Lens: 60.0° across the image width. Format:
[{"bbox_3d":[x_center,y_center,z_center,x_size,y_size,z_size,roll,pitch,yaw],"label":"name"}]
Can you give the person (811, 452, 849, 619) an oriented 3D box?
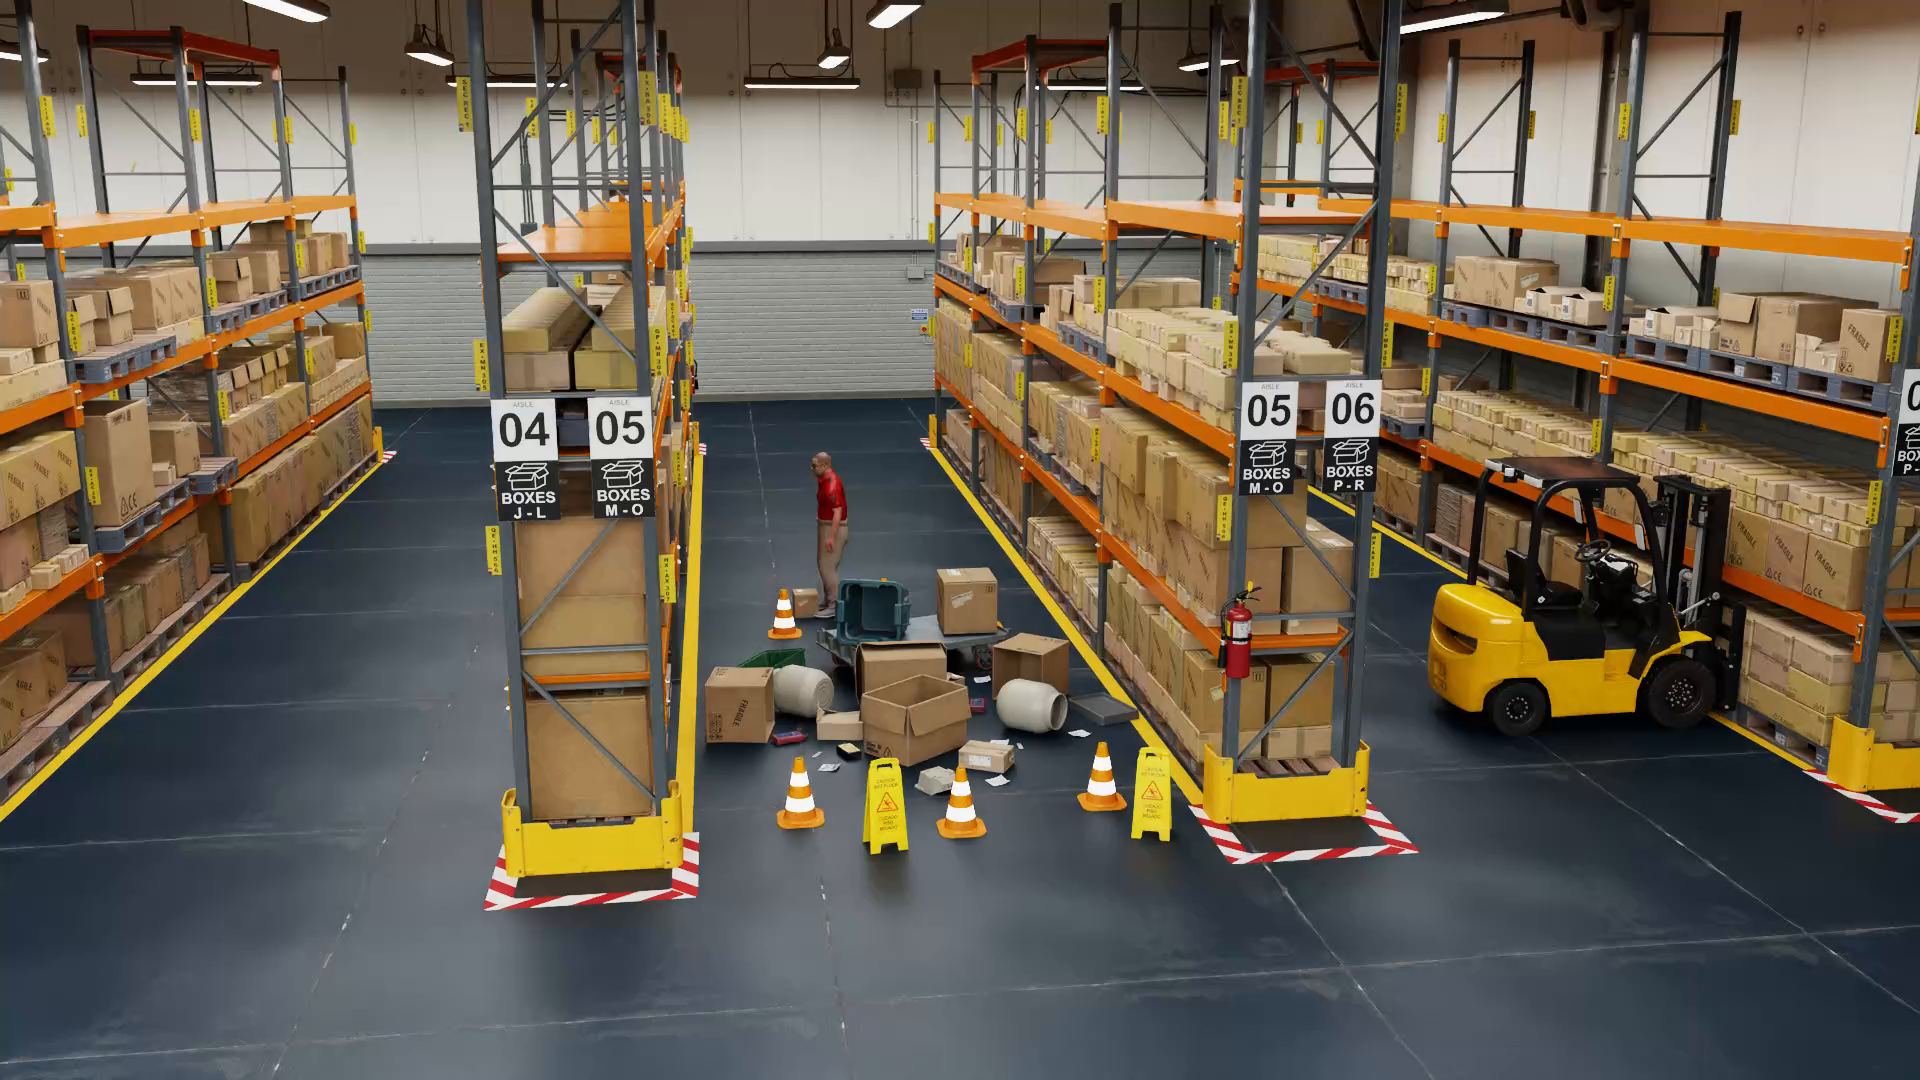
[{"bbox_3d":[-1.366,-0.068,17.307,0.393,1.726,0.606,-3,13,-12],"label":"person"}]
